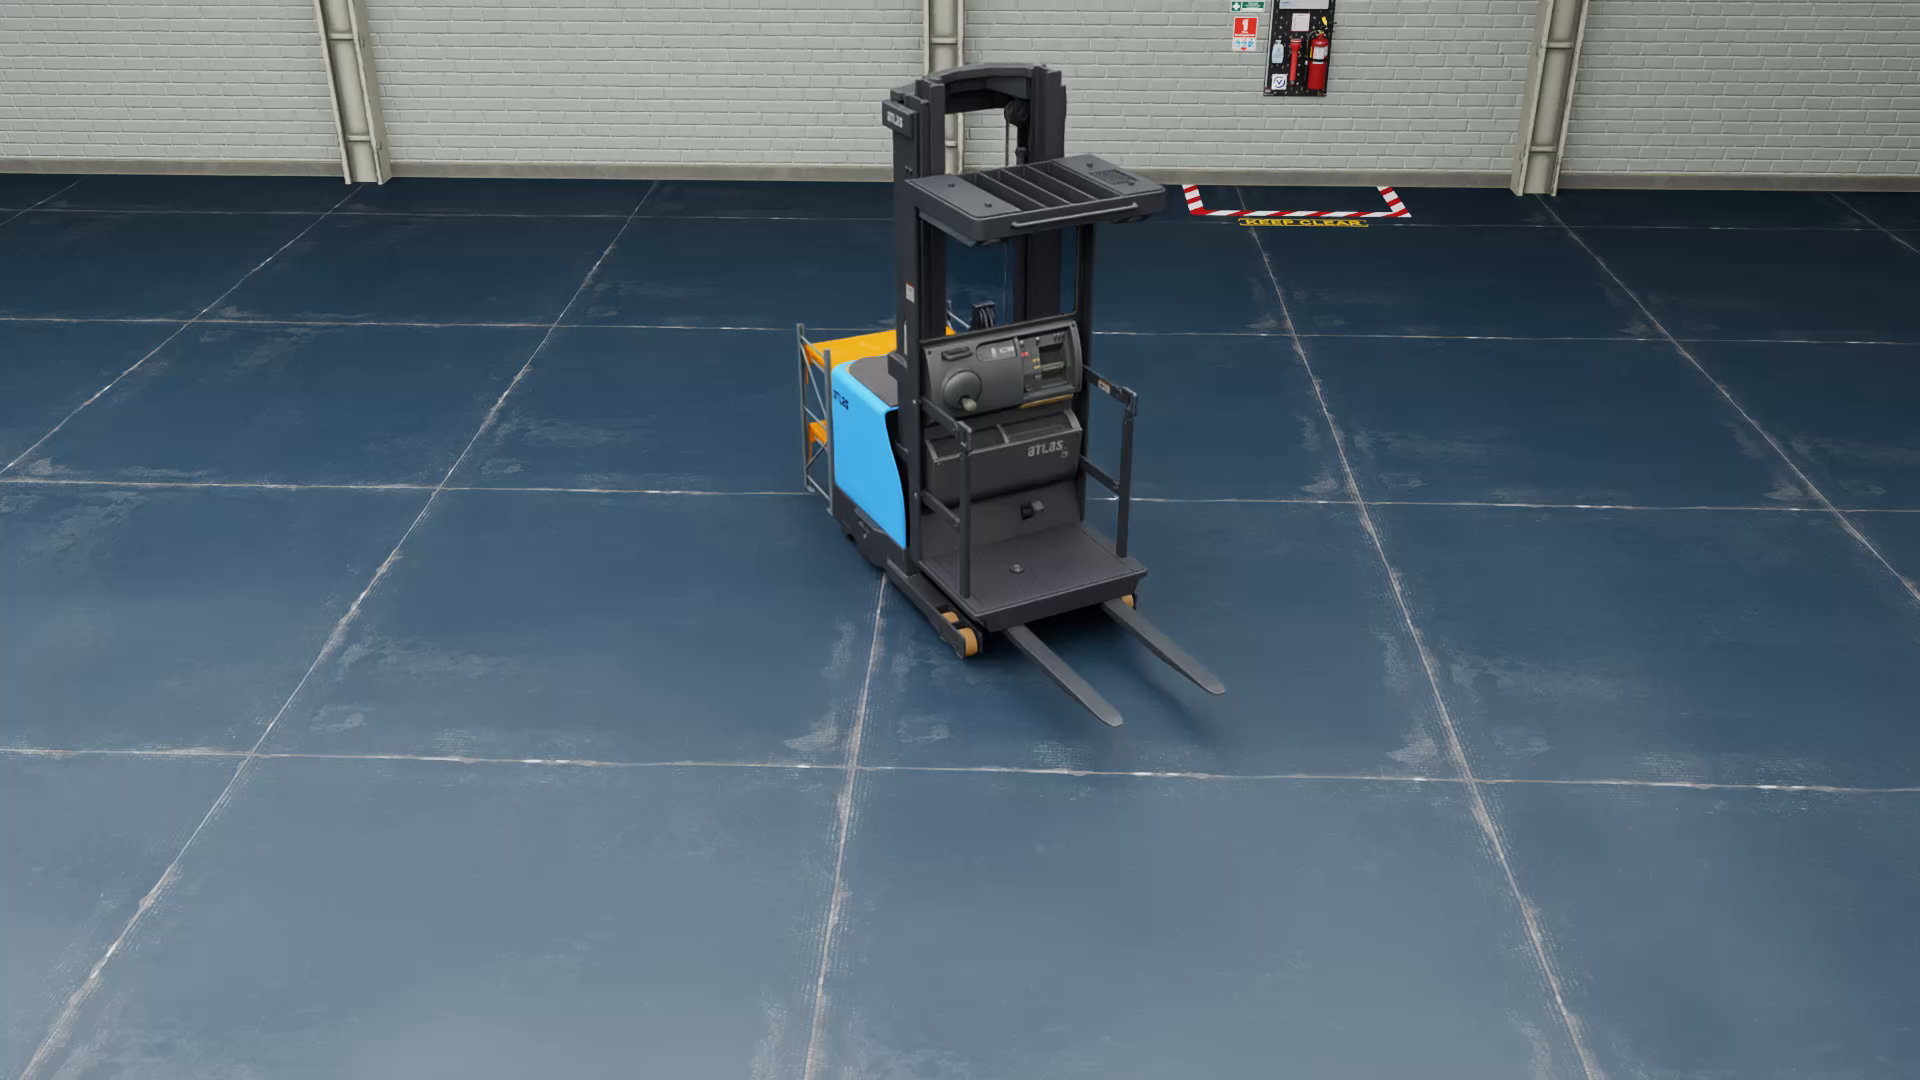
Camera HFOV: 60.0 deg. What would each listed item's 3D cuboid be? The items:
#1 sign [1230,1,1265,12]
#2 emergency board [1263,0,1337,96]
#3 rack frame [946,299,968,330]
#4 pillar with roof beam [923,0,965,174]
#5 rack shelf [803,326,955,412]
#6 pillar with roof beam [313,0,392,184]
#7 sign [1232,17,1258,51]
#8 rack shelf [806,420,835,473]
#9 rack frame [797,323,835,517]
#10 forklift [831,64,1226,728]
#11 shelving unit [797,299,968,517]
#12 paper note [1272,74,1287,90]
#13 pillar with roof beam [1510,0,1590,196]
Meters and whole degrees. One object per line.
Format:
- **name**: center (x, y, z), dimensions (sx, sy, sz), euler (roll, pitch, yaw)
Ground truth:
- **sign**: center (2.824, -5.240, 16.329), dimensions (0.331, 0.109, 0.001), euler (1, 28, 2)
- **emergency board**: center (3.369, -4.937, 16.361), dimensions (0.643, 1.169, 0.194), euler (1, 28, 2)
- **rack frame**: center (0.016, -0.959, 10.859), dimensions (0.032, 1.125, 0.500), euler (-13, 30, -22)
- **pillar with roof beam**: center (-0.311, -5.613, 11.231), dimensions (0.400, 9.000, 9.100), euler (1, 28, 2)
- **rack shelf**: center (-0.442, -1.115, 10.528), dimensions (1.000, 0.278, 0.538), euler (-13, 30, -22)
- **pillar with roof beam**: center (-6.307, -5.713, 11.418), dimensions (0.400, 9.000, 9.100), euler (1, 28, 2)
- **sign**: center (2.820, -5.010, 16.461), dimensions (0.234, 0.329, 0.001), euler (1, 28, 2)
- **rack shelf**: center (-0.442, -0.640, 10.779), dimensions (1.000, 0.278, 0.538), euler (-13, 30, -22)
- **rack frame**: center (-0.900, -0.754, 10.471), dimensions (0.032, 1.125, 0.500), euler (-13, 30, -22)
- **forklift**: center (0.342, -0.892, 8.804), dimensions (1.130, 2.935, 3.031), euler (-14, 31, -24)
- **shelving unit**: center (-0.442, -0.857, 10.665), dimensions (1.048, 1.125, 0.538), euler (-13, 30, -22)
- **paper note**: center (3.195, -4.583, 16.634), dimensions (0.142, 0.148, 0.016), euler (1, 28, 2)
- **pillar with roof beam**: center (5.686, -5.514, 11.044), dimensions (0.400, 9.000, 9.100), euler (1, 28, 2)
